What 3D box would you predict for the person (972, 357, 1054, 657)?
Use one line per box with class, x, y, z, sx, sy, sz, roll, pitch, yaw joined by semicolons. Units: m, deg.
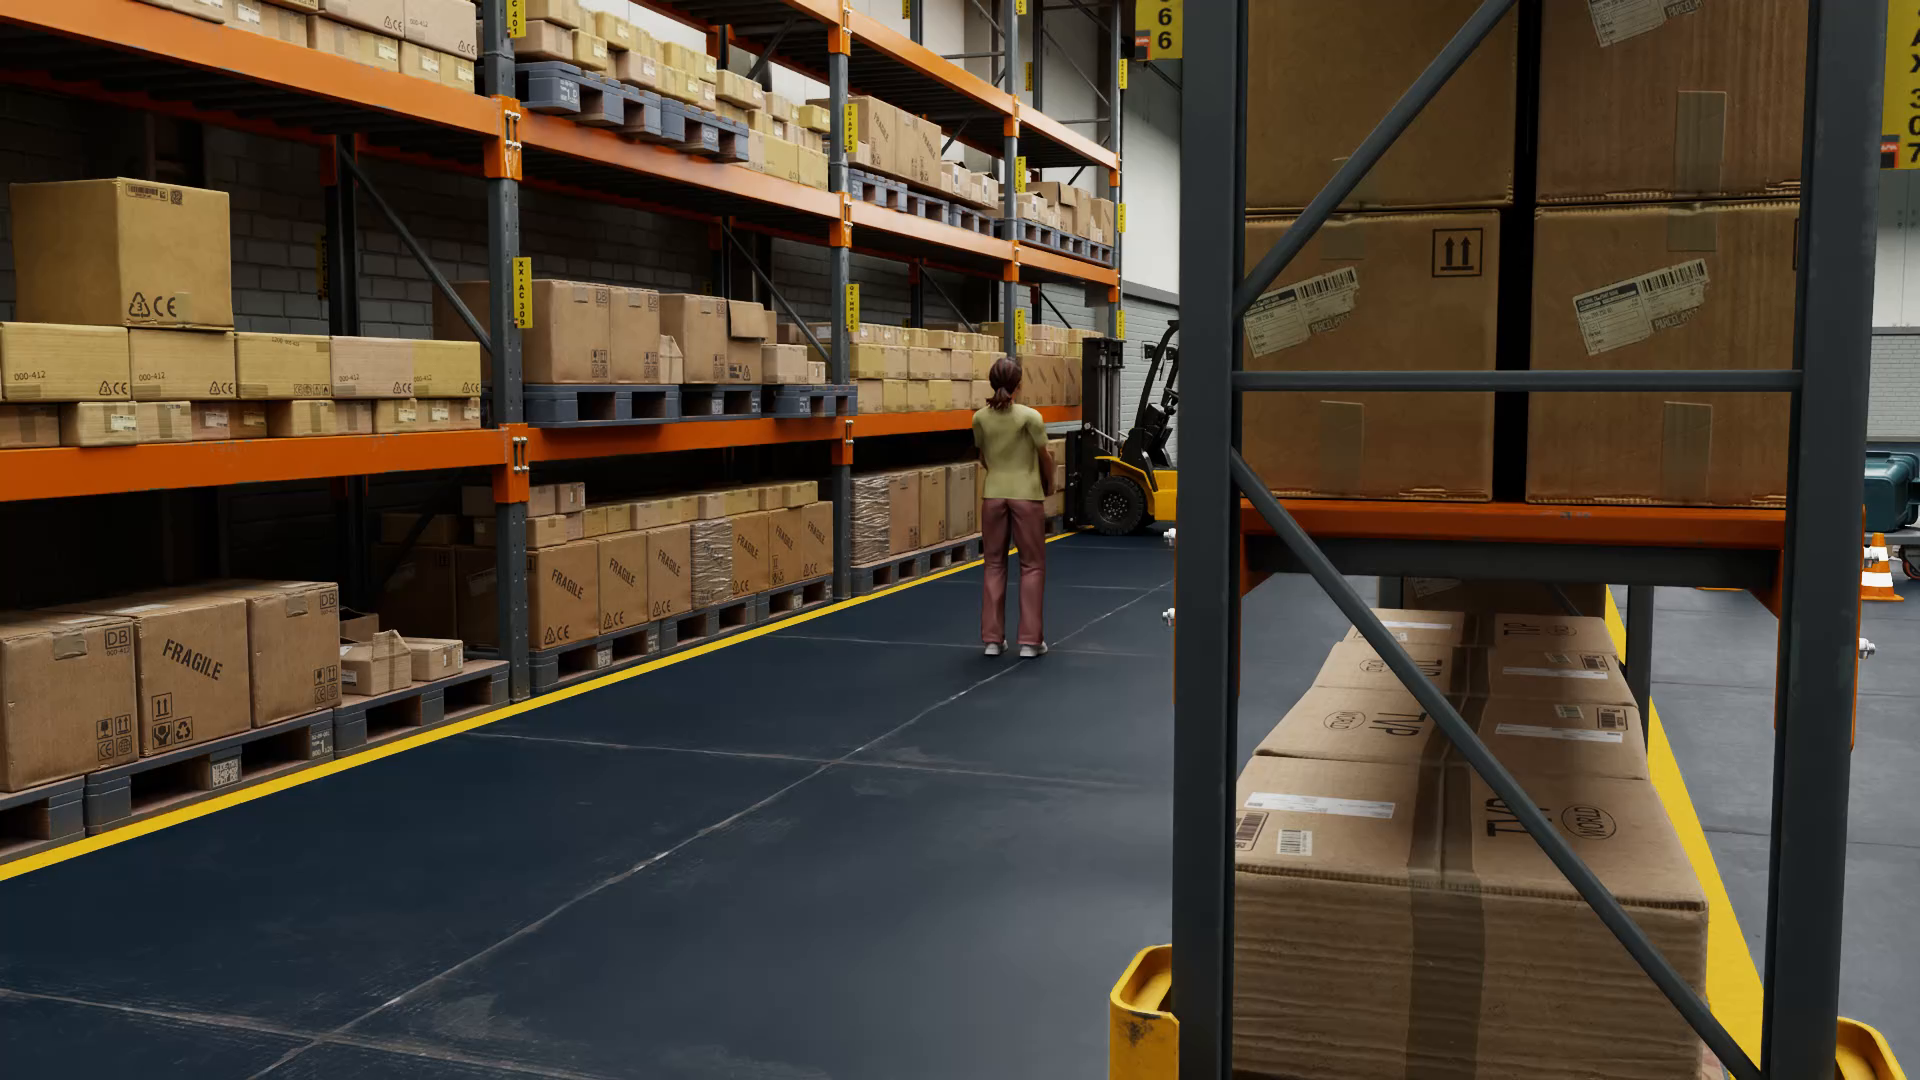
person;0.307;-0.190;9.325;0.426;1.662;0.561;2;6;19
